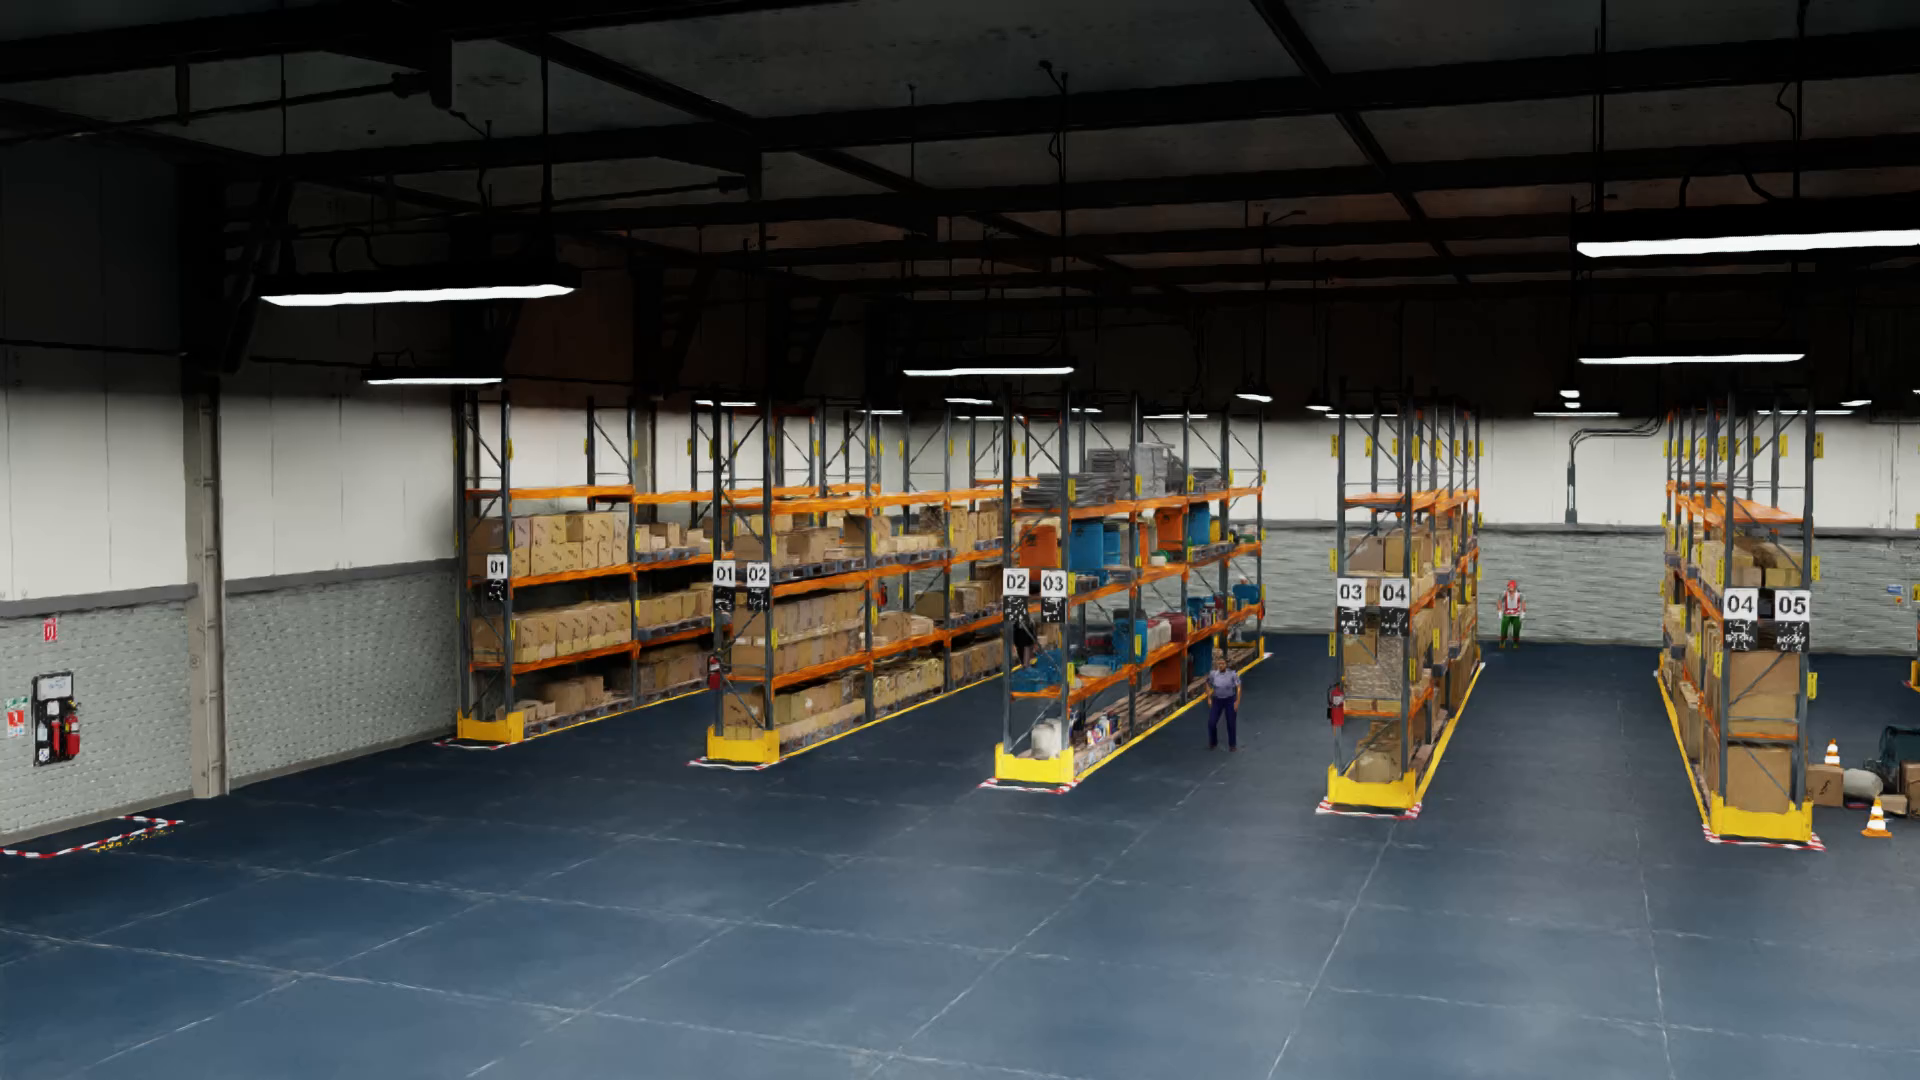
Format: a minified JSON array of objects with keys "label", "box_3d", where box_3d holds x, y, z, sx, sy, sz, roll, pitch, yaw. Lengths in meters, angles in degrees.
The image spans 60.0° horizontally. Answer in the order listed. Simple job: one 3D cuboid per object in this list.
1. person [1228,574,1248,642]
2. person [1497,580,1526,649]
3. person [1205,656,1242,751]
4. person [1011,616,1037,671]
[{"label":"person","box_3d":[7.157,1.748,42.783,0.715,1.774,0.467,-2,4,-35]},{"label":"person","box_3d":[13.729,1.861,41.415,0.677,1.742,0.552,1,3,18]},{"label":"person","box_3d":[4.359,2.697,27.521,0.625,1.596,0.510,1,3,19]},{"label":"person","box_3d":[1.338,2.214,35.483,0.543,1.648,1.115,1,3,23]}]
